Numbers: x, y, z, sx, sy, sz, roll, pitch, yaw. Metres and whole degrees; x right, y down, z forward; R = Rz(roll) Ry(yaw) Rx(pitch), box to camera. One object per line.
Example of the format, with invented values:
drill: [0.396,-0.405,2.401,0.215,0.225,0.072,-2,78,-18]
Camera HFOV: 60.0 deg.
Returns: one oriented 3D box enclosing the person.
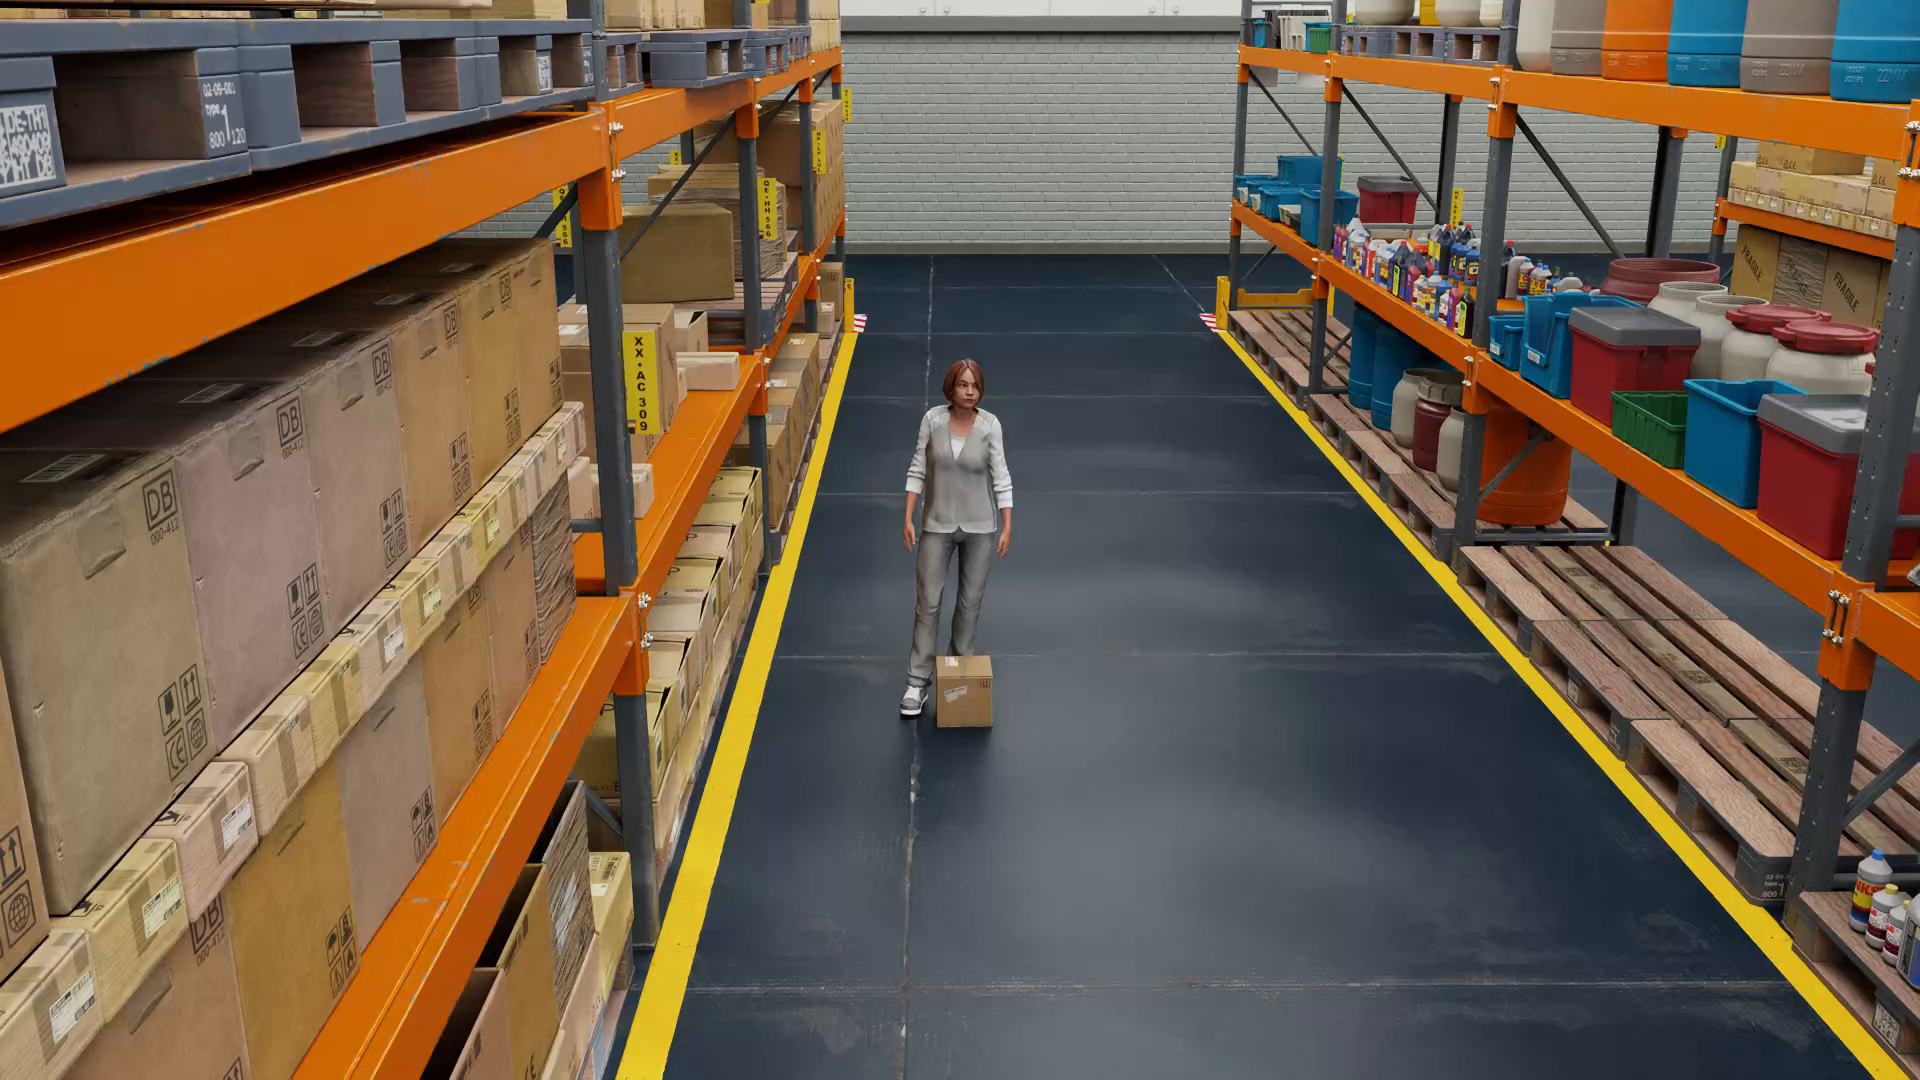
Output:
person: [-0.019,-0.014,7.577,0.519,1.599,0.473,0,17,0]
